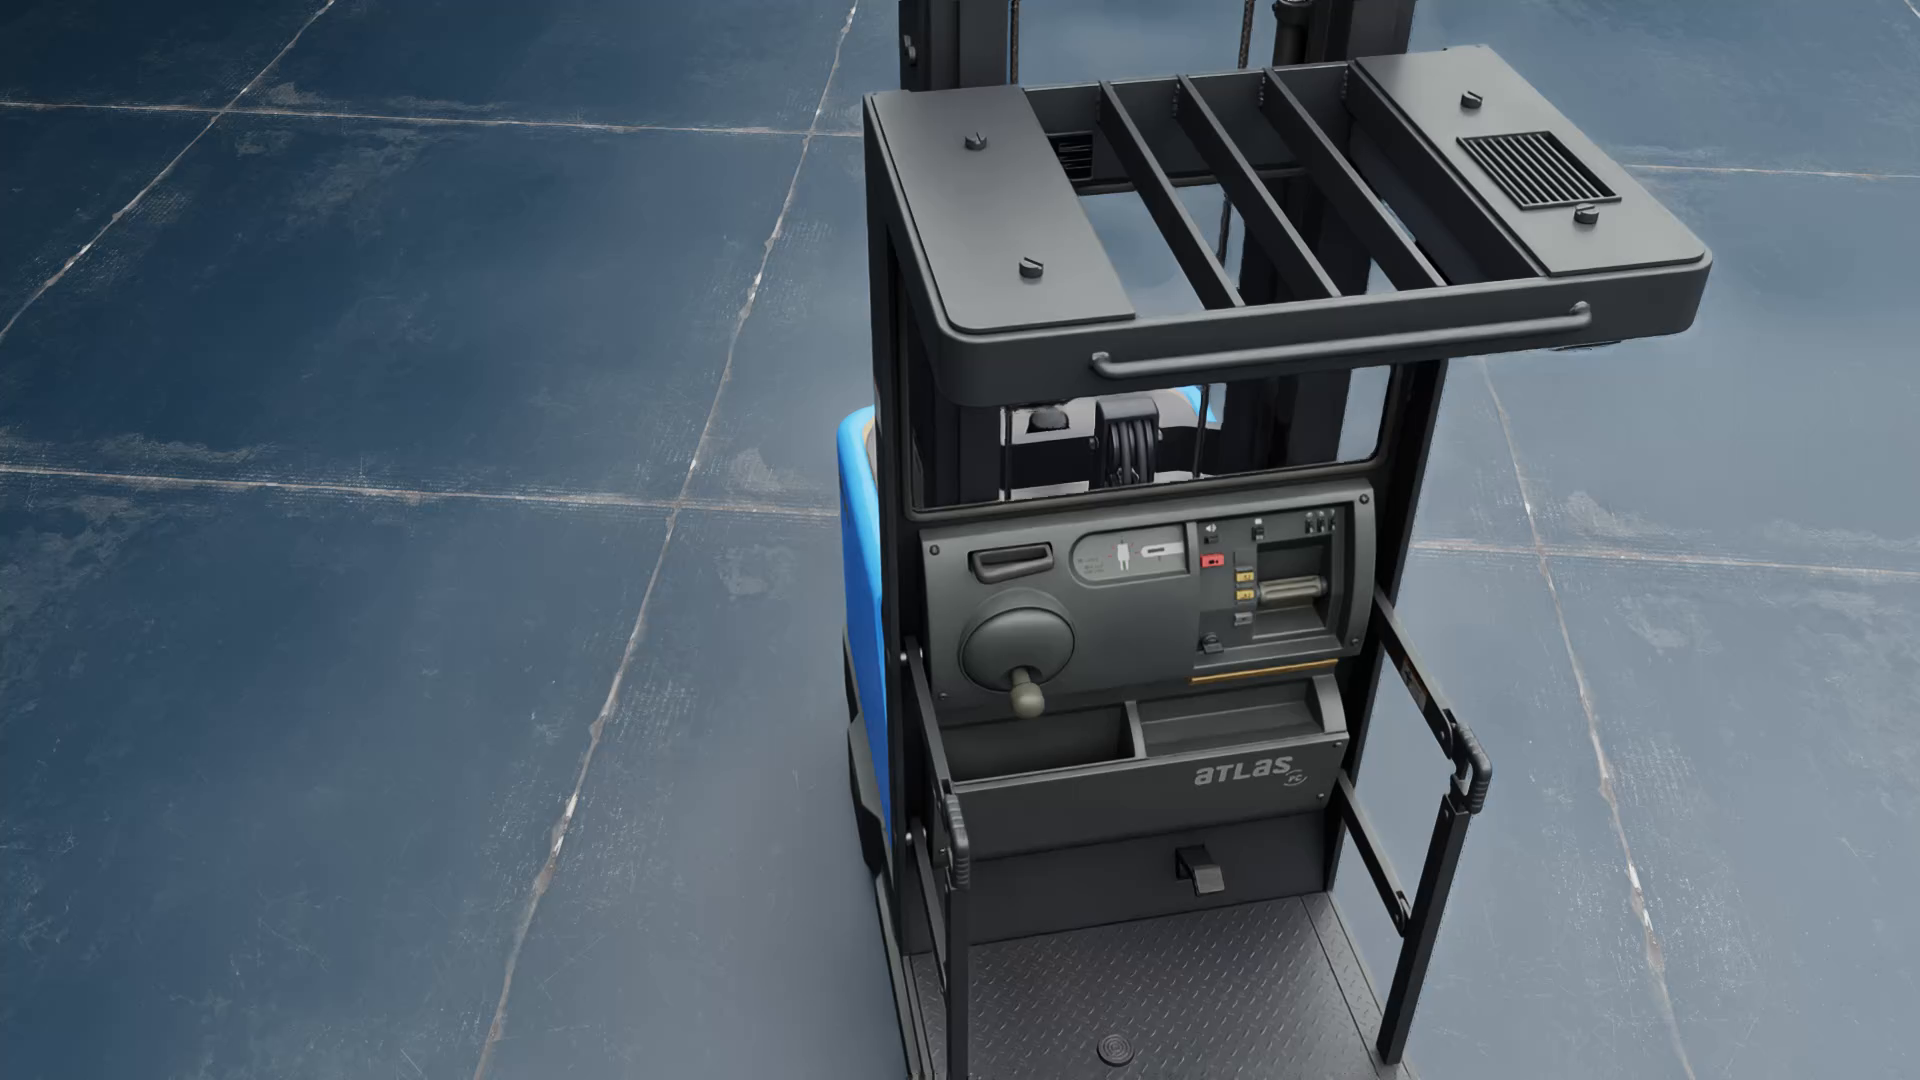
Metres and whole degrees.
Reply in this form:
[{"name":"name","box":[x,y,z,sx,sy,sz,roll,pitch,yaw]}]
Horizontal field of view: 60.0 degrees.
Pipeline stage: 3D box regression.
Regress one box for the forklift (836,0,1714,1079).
[{"name":"forklift","box":[0.430,0.197,3.187,1.130,2.935,3.031,-7,40,-8]}]
